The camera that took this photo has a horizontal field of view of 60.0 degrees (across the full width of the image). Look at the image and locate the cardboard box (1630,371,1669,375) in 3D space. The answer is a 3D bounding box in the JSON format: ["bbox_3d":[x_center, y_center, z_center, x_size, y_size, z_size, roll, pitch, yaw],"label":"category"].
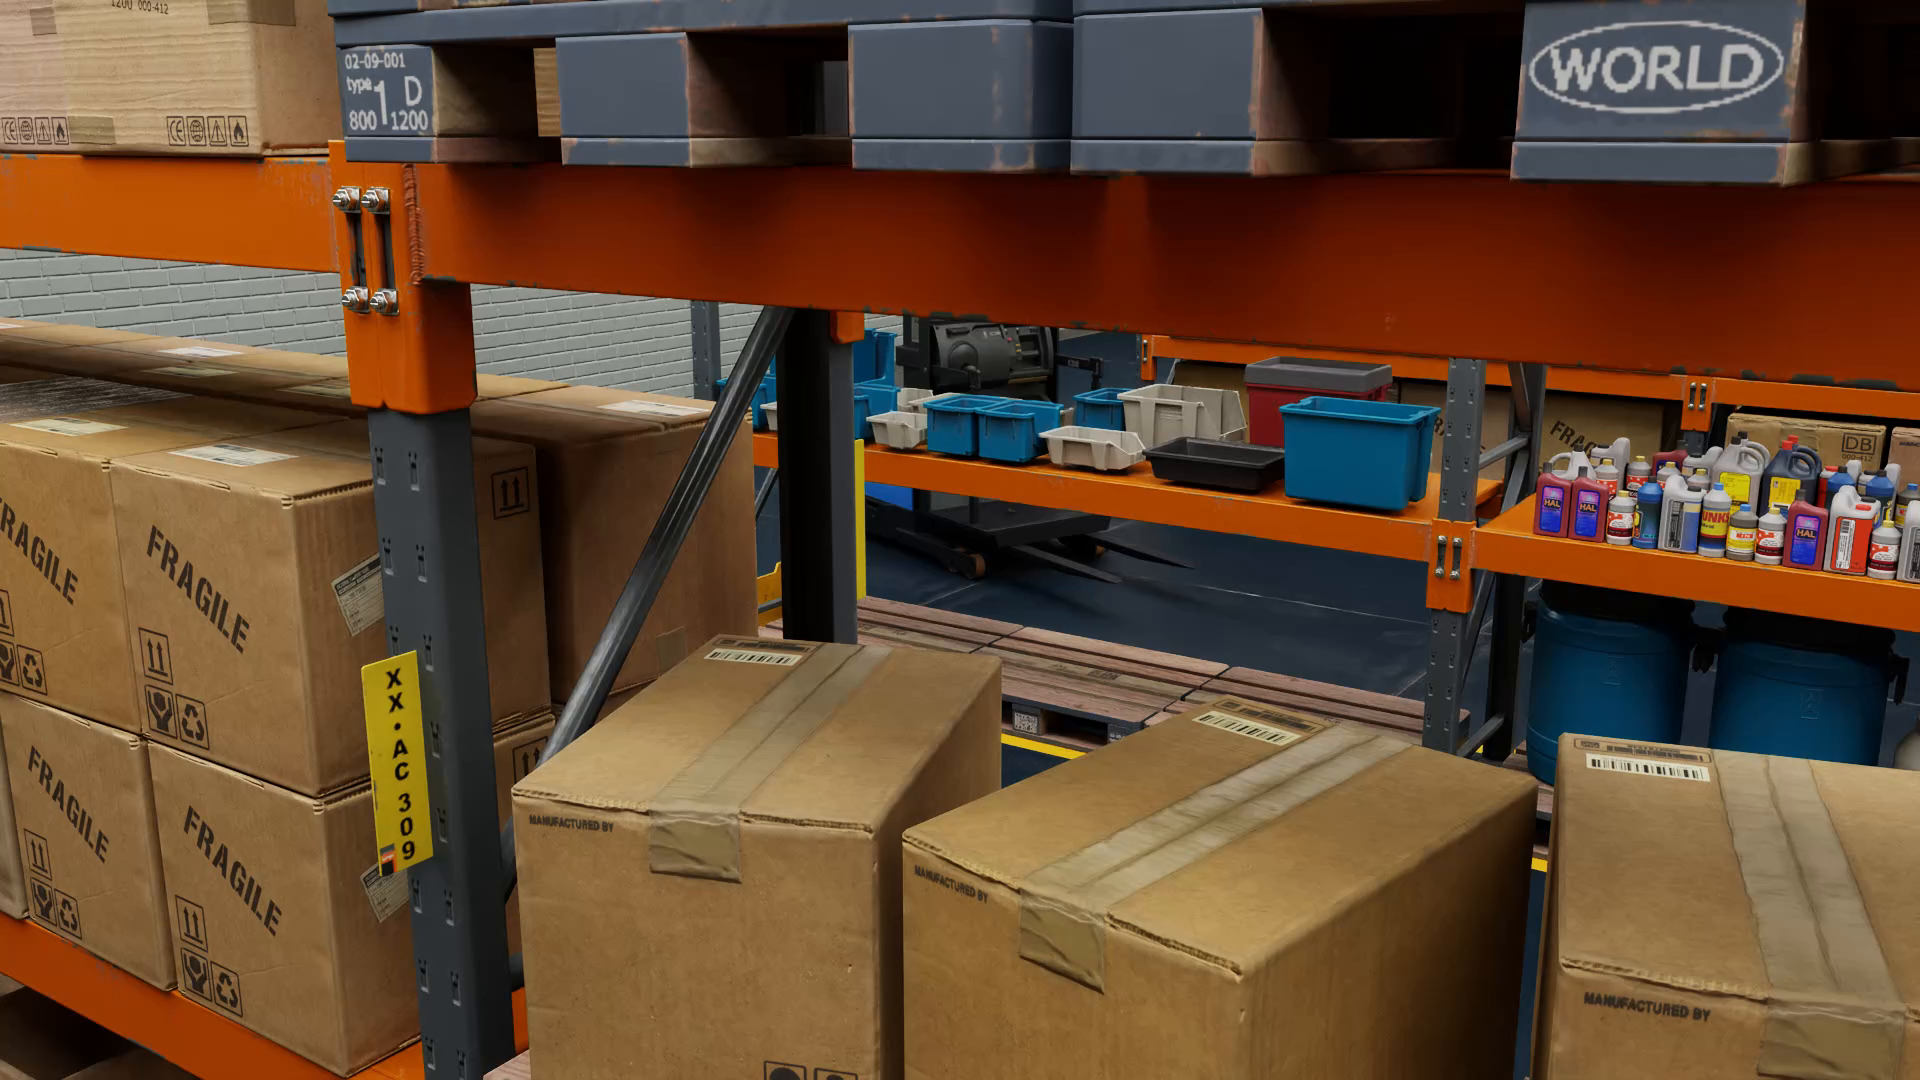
[{"bbox_3d":[4.568,-1.188,10.902,0.250,0.149,0.380,9,17,33],"label":"cardboard box"}]

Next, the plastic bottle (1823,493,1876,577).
[{"bbox_3d":[3.180,-0.024,5.937,0.135,0.276,0.152,9,17,33],"label":"plastic bottle"}]

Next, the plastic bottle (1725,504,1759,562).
[{"bbox_3d":[2.877,-0.029,6.112,0.097,0.201,0.097,0,14,0],"label":"plastic bottle"}]

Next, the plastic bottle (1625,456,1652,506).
[{"bbox_3d":[2.859,-0.252,7.011,0.097,0.201,0.097,0,14,0],"label":"plastic bottle"}]

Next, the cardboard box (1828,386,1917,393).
[{"bbox_3d":[5.664,-1.204,10.237,0.500,0.500,0.500,9,17,33],"label":"cardboard box"}]

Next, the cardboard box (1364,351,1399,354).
[{"bbox_3d":[3.072,-1.429,11.878,0.250,0.149,0.380,9,16,31],"label":"cardboard box"}]

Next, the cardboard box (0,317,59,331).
[{"bbox_3d":[-2.904,-0.357,4.736,0.500,0.500,0.500,10,17,34],"label":"cardboard box"}]

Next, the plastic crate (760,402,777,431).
[{"bbox_3d":[-0.838,-0.626,8.534,0.298,0.136,0.250,9,17,33],"label":"plastic crate"}]

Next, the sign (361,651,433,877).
[{"bbox_3d":[-0.824,0.329,2.448,0.005,0.325,0.100,9,17,33],"label":"sign"}]

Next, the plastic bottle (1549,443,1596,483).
[{"bbox_3d":[2.385,-0.206,6.514,0.185,0.351,0.144,9,17,33],"label":"plastic bottle"}]

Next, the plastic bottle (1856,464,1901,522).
[{"bbox_3d":[3.580,-0.163,6.499,0.135,0.276,0.152,9,17,33],"label":"plastic bottle"}]

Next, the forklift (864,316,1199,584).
[{"bbox_3d":[0.349,-1.299,10.971,1.130,2.935,3.031,-9,17,-33],"label":"forklift"}]

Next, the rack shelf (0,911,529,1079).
[{"bbox_3d":[-2.187,0.721,4.164,4.000,0.370,1.077,9,17,33],"label":"rack shelf"}]

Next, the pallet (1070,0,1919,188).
[{"bbox_3d":[0.836,-0.484,1.687,1.003,0.211,1.213,9,17,33],"label":"pallet"}]

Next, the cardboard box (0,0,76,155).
[{"bbox_3d":[-1.489,-0.824,2.980,0.500,0.250,0.500,9,17,33],"label":"cardboard box"}]

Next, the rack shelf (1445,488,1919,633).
[{"bbox_3d":[3.899,0.271,5.984,4.000,0.370,1.077,9,17,33],"label":"rack shelf"}]

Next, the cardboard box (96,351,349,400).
[{"bbox_3d":[-1.616,-0.151,3.901,0.500,0.500,0.500,9,16,31],"label":"cardboard box"}]

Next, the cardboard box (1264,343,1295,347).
[{"bbox_3d":[2.439,-1.532,12.293,0.250,0.149,0.380,9,16,32],"label":"cardboard box"}]

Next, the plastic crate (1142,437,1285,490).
[{"bbox_3d":[1.161,-0.339,7.397,0.590,0.125,0.437,9,17,33],"label":"plastic crate"}]

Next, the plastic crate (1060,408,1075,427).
[{"bbox_3d":[0.432,-0.601,8.432,0.250,0.136,0.298,9,17,33],"label":"plastic crate"}]

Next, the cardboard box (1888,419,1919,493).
[{"bbox_3d":[6.288,-0.305,10.362,0.875,0.875,1.225,9,16,31],"label":"cardboard box"}]

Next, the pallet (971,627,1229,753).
[{"bbox_3d":[0.592,0.753,8.344,1.213,0.211,1.003,9,17,33],"label":"pallet"}]

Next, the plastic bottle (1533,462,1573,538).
[{"bbox_3d":[2.306,-0.156,6.453,0.133,0.283,0.061,9,17,33],"label":"plastic bottle"}]

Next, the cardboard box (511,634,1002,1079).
[{"bbox_3d":[-0.260,0.496,2.494,0.500,0.500,0.700,4,14,14],"label":"cardboard box"}]

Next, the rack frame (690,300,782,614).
[{"bbox_3d":[-1.079,-0.883,9.148,0.127,3.000,1.000,9,17,33],"label":"rack frame"}]

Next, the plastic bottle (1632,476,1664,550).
[{"bbox_3d":[2.603,-0.107,6.282,0.097,0.271,0.097,0,14,0],"label":"plastic bottle"}]

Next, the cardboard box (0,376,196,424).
[{"bbox_3d":[-1.937,-0.045,3.476,0.500,0.500,0.500,9,17,33],"label":"cardboard box"}]

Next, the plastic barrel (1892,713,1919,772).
[{"bbox_3d":[3.688,0.922,6.160,0.421,0.512,0.421,0,14,0],"label":"plastic barrel"}]

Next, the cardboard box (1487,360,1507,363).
[{"bbox_3d":[3.714,-1.326,11.460,0.250,0.149,0.380,10,17,34],"label":"cardboard box"}]

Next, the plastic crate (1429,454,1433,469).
[{"bbox_3d":[1.933,-0.339,7.373,0.243,0.136,0.396,9,17,33],"label":"plastic crate"}]

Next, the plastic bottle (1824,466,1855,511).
[{"bbox_3d":[3.415,-0.152,6.462,0.097,0.271,0.097,0,14,0],"label":"plastic bottle"}]

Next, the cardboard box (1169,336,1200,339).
[{"bbox_3d":[1.795,-1.635,12.710,0.250,0.149,0.380,9,17,33],"label":"cardboard box"}]

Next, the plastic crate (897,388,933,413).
[{"bbox_3d":[-0.302,-0.711,8.877,0.243,0.136,0.396,9,17,33],"label":"plastic crate"}]

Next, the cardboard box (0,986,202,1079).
[{"bbox_3d":[-2.090,1.388,4.254,0.637,0.503,0.797,9,17,33],"label":"cardboard box"}]

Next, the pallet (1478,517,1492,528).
[{"bbox_3d":[4.417,-0.098,11.781,1.213,0.211,1.003,9,17,33],"label":"pallet"}]

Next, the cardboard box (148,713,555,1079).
[{"bbox_3d":[-1.086,0.576,3.046,0.500,0.500,0.500,10,17,34],"label":"cardboard box"}]

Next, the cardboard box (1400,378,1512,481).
[{"bbox_3d":[3.754,-0.732,12.085,0.875,0.875,0.875,9,17,33],"label":"cardboard box"}]

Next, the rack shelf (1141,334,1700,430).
[{"bbox_3d":[3.345,-1.253,12.141,4.000,0.370,1.077,9,17,33],"label":"rack shelf"}]

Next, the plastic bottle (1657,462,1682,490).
[{"bbox_3d":[2.935,-0.222,6.890,0.097,0.201,0.097,0,14,0],"label":"plastic bottle"}]

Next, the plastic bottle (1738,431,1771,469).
[{"bbox_3d":[3.185,-0.265,6.753,0.185,0.351,0.144,9,17,33],"label":"plastic bottle"}]

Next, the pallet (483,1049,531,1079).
[{"bbox_3d":[0.074,0.863,2.496,1.213,0.211,1.003,9,17,33],"label":"pallet"}]

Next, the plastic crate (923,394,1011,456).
[{"bbox_3d":[0.034,-0.556,8.049,0.300,0.233,0.416,9,17,33],"label":"plastic crate"}]
